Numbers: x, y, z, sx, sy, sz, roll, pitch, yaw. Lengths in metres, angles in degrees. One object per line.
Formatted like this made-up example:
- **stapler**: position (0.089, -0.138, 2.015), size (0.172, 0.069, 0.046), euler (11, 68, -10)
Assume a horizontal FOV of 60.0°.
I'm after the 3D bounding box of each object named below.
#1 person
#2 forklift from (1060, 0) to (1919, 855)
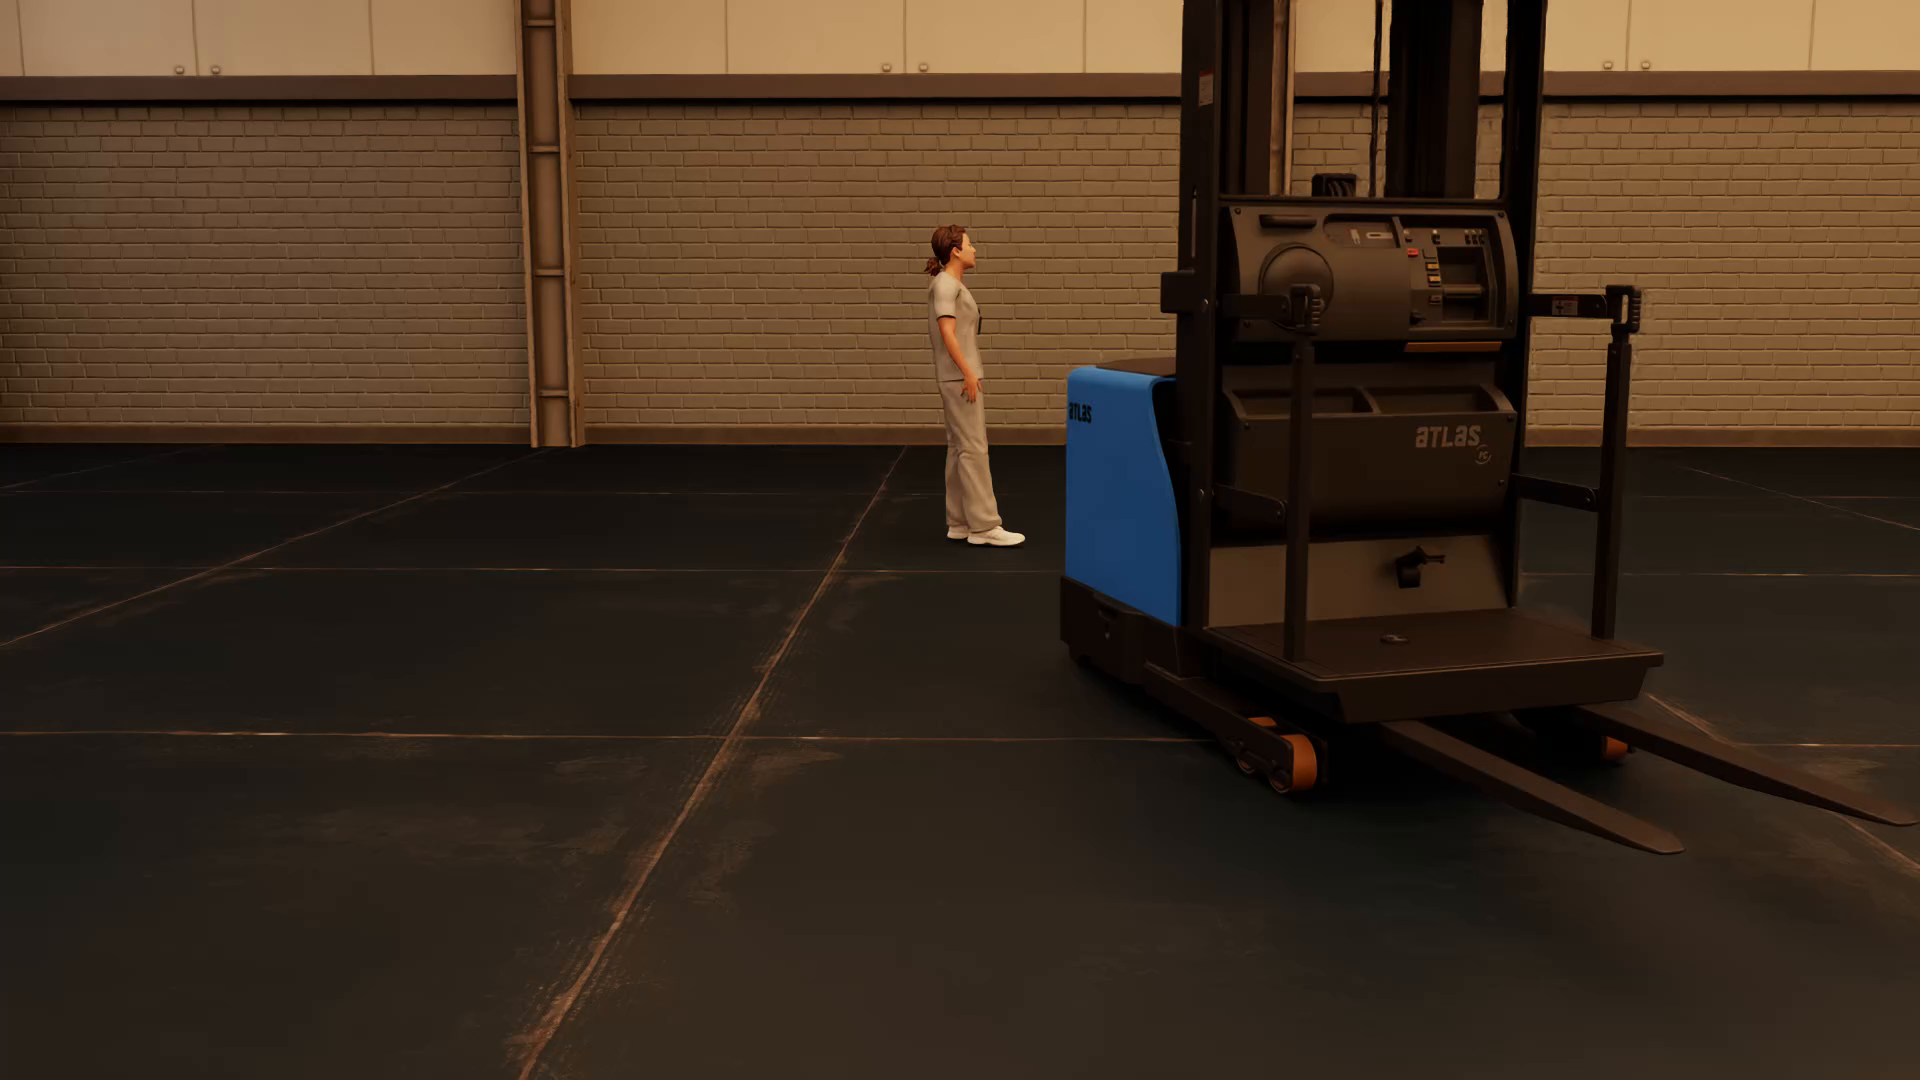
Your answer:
- **person**: position (0.074, -0.833, 8.859), size (0.548, 1.673, 0.549), euler (0, 9, 1)
- **forklift**: position (1.292, -0.828, 4.710), size (1.130, 2.935, 3.031), euler (-3, 9, -17)
